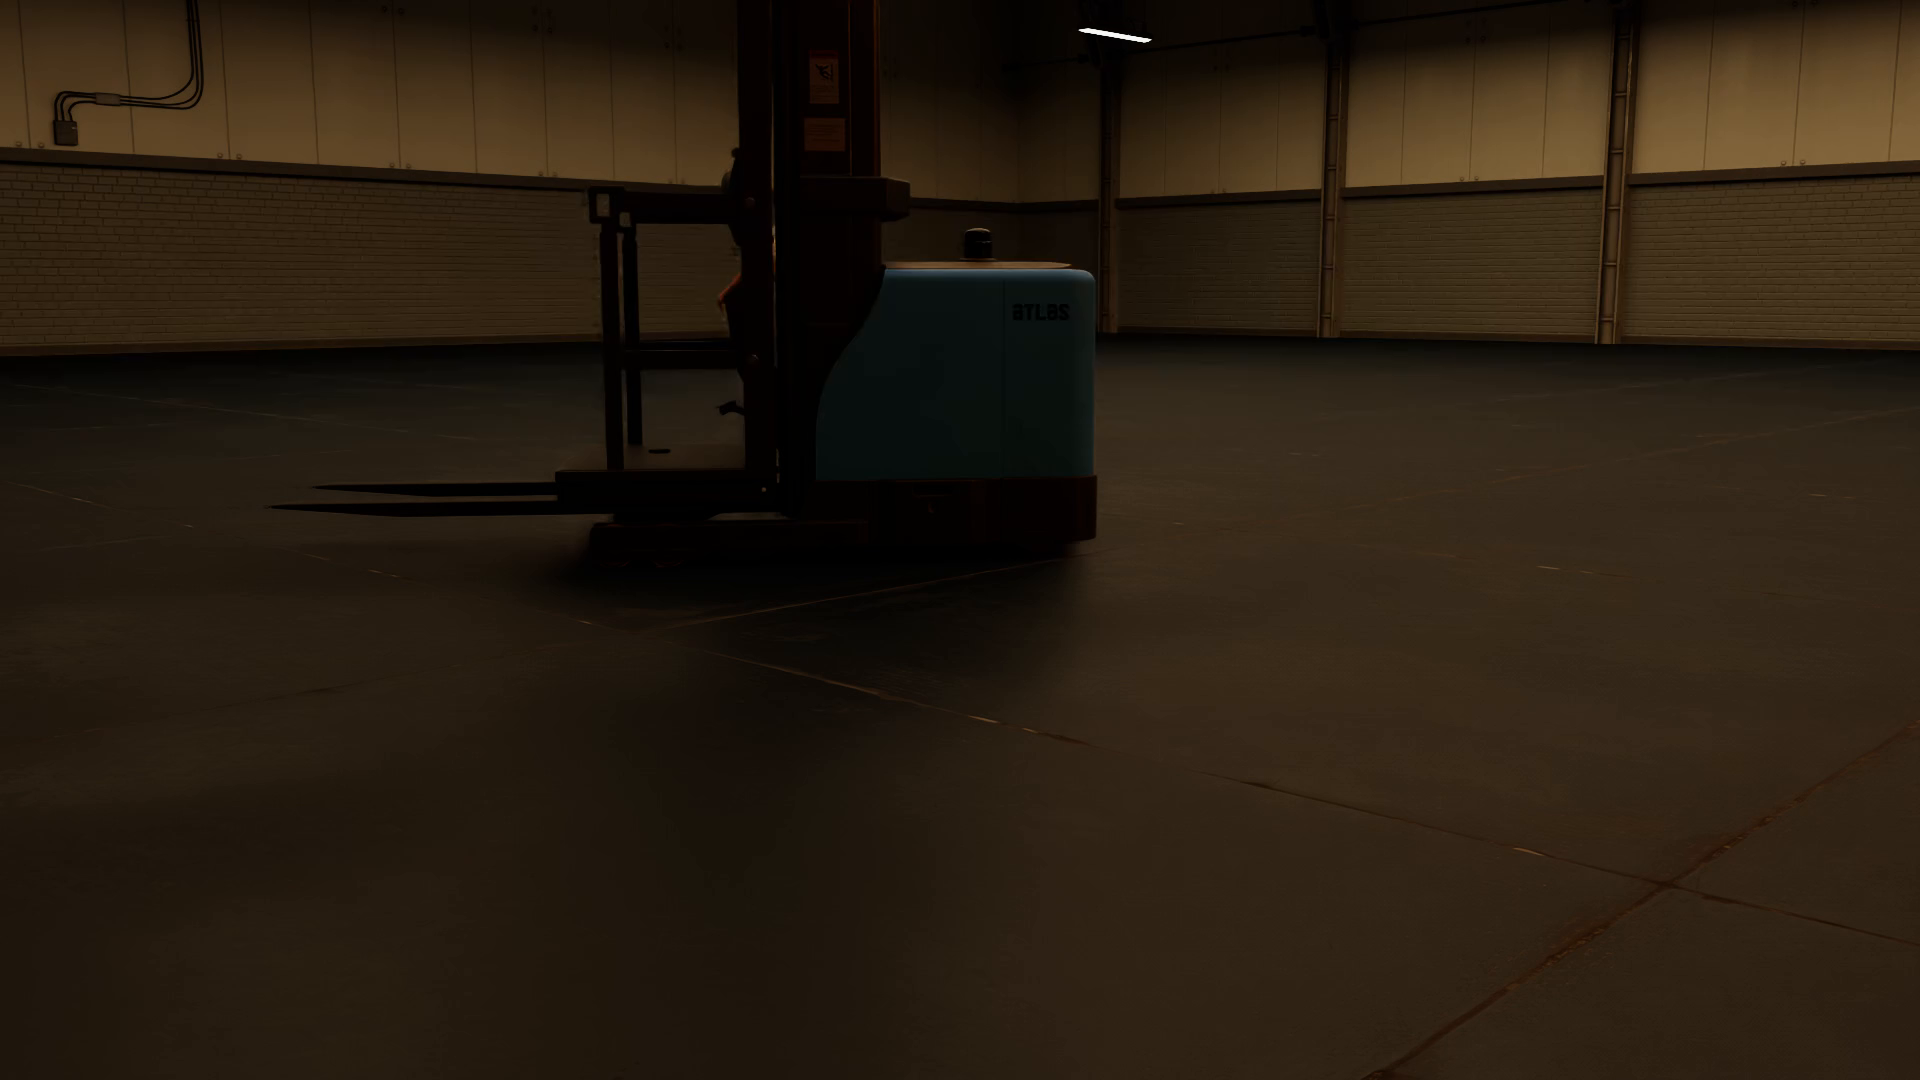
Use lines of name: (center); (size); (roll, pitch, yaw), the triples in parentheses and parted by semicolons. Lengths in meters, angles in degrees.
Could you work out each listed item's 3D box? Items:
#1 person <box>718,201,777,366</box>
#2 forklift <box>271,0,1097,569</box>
person: (-0.848, -1.163, 9.147); (0.880, 1.693, 0.517); (-5, 10, -28)
forklift: (-1.038, -1.427, 6.350); (3.031, 2.935, 1.130); (-1, 9, -7)
